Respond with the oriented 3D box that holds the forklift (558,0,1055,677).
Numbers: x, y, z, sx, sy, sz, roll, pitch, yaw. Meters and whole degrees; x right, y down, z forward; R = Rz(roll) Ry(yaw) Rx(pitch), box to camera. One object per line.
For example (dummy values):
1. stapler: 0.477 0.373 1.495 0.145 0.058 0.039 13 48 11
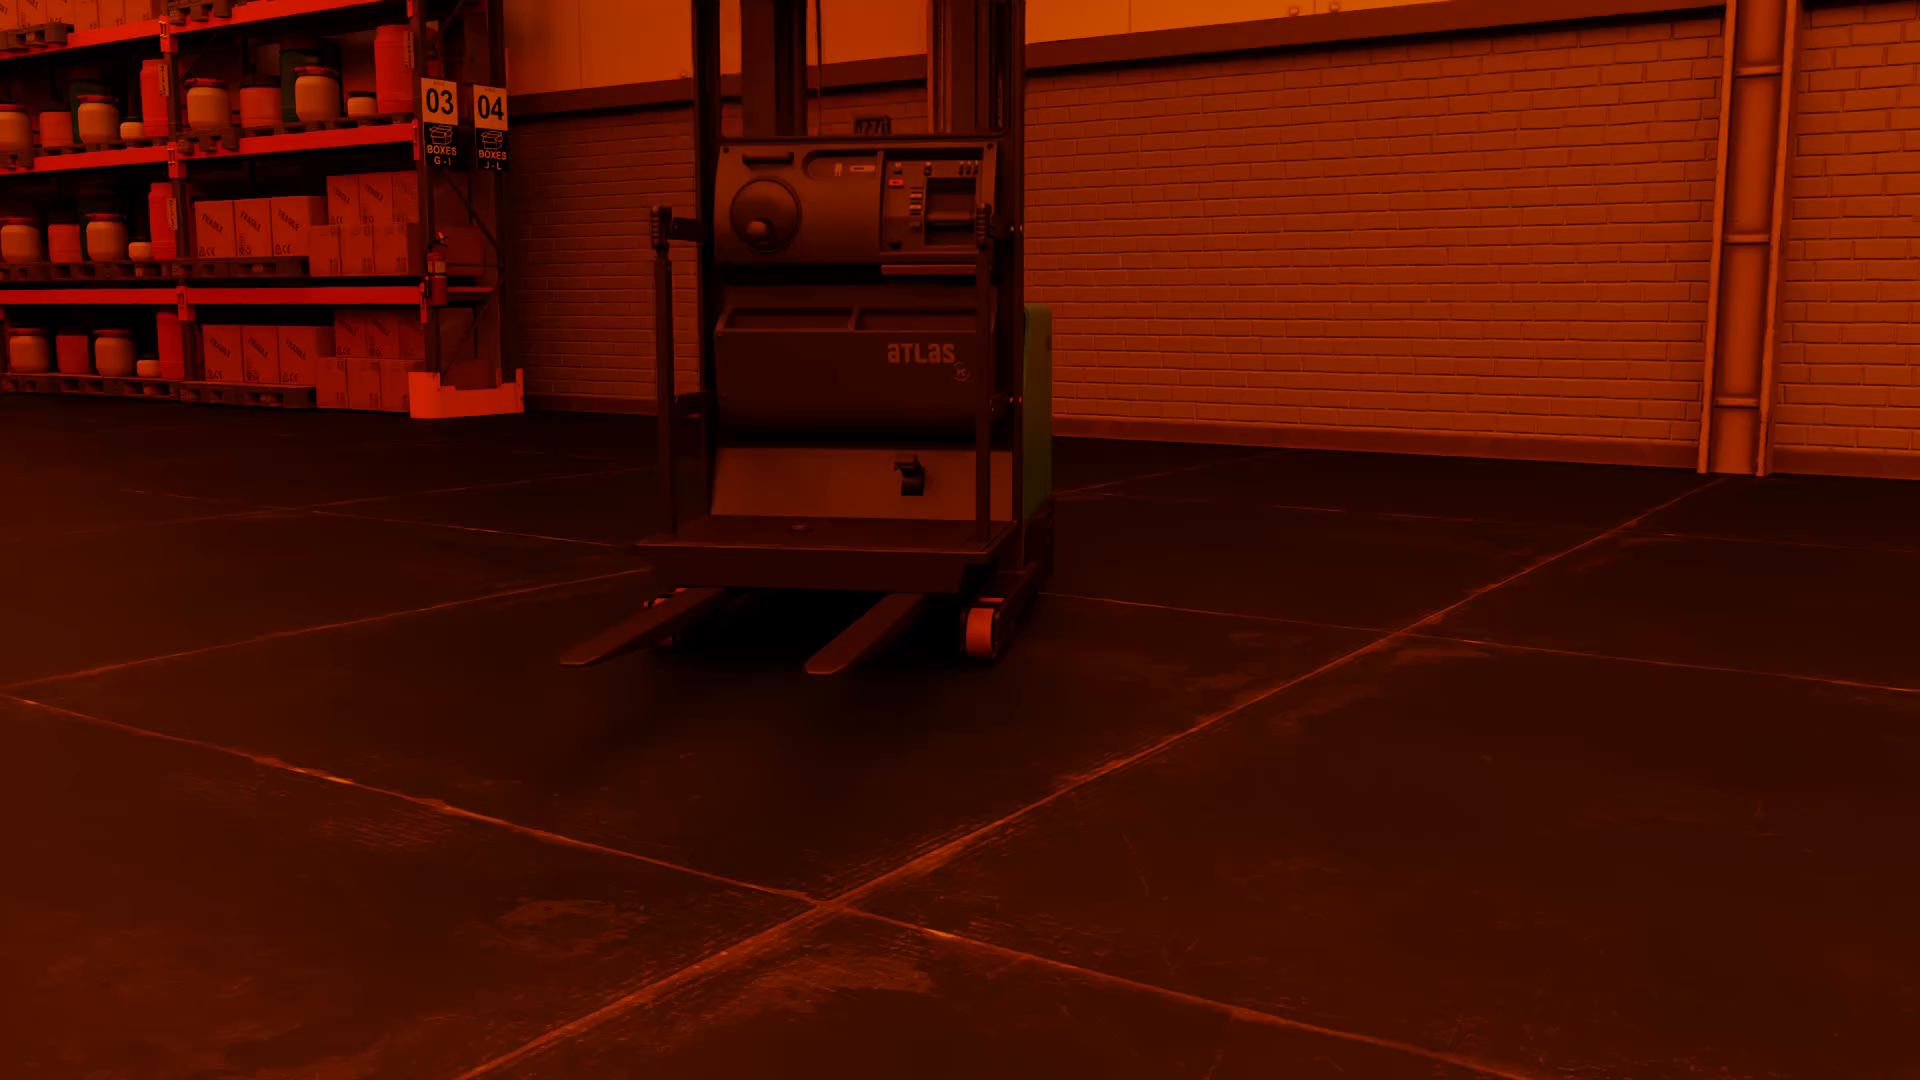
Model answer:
1. forklift: -0.375 -1.139 5.201 1.130 2.935 3.031 1 8 9
